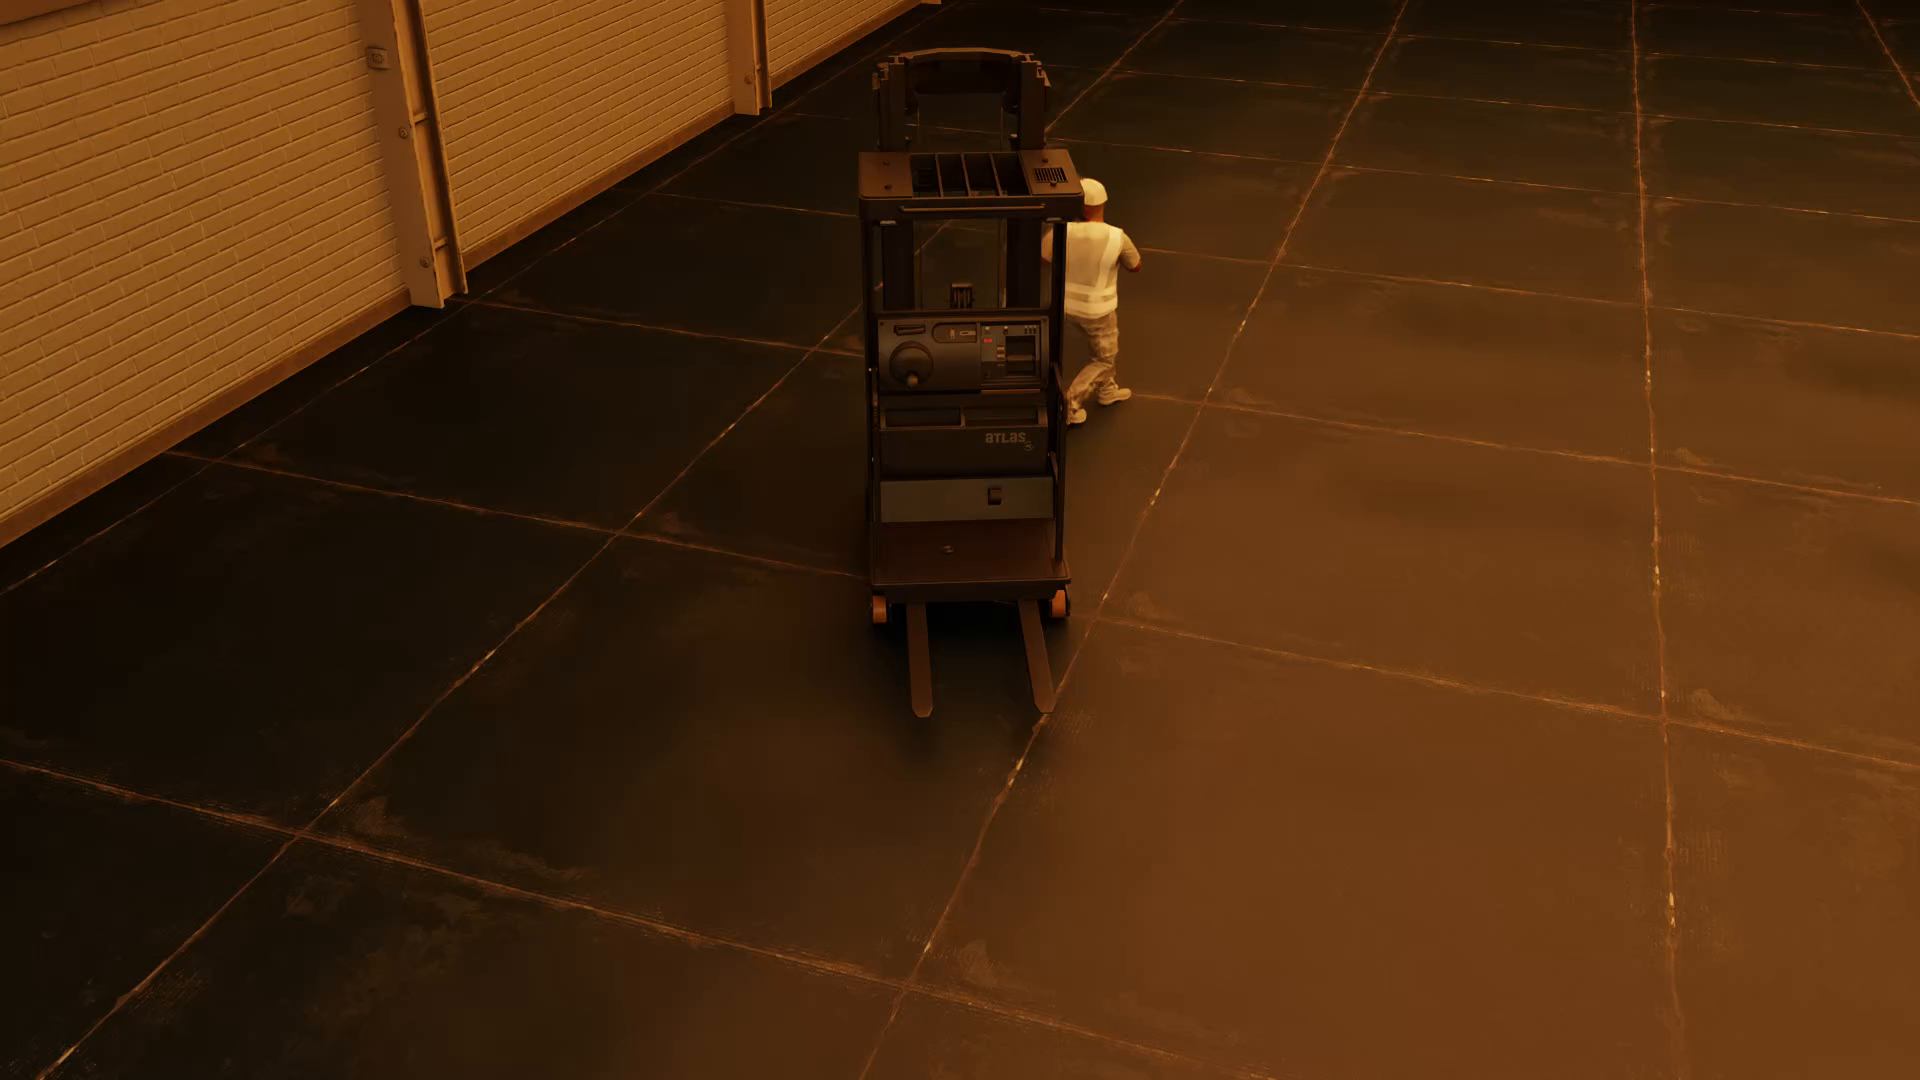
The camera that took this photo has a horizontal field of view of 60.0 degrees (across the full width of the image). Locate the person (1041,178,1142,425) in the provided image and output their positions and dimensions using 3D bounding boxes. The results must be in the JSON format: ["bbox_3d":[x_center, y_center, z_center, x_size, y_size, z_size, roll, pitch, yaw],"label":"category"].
[{"bbox_3d":[0.874,-1.614,11.243,0.576,1.692,0.962,21,36,32],"label":"person"}]

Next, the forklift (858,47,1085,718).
[{"bbox_3d":[0.035,-0.972,8.842,1.130,2.935,3.031,-2,30,-3],"label":"forklift"}]
